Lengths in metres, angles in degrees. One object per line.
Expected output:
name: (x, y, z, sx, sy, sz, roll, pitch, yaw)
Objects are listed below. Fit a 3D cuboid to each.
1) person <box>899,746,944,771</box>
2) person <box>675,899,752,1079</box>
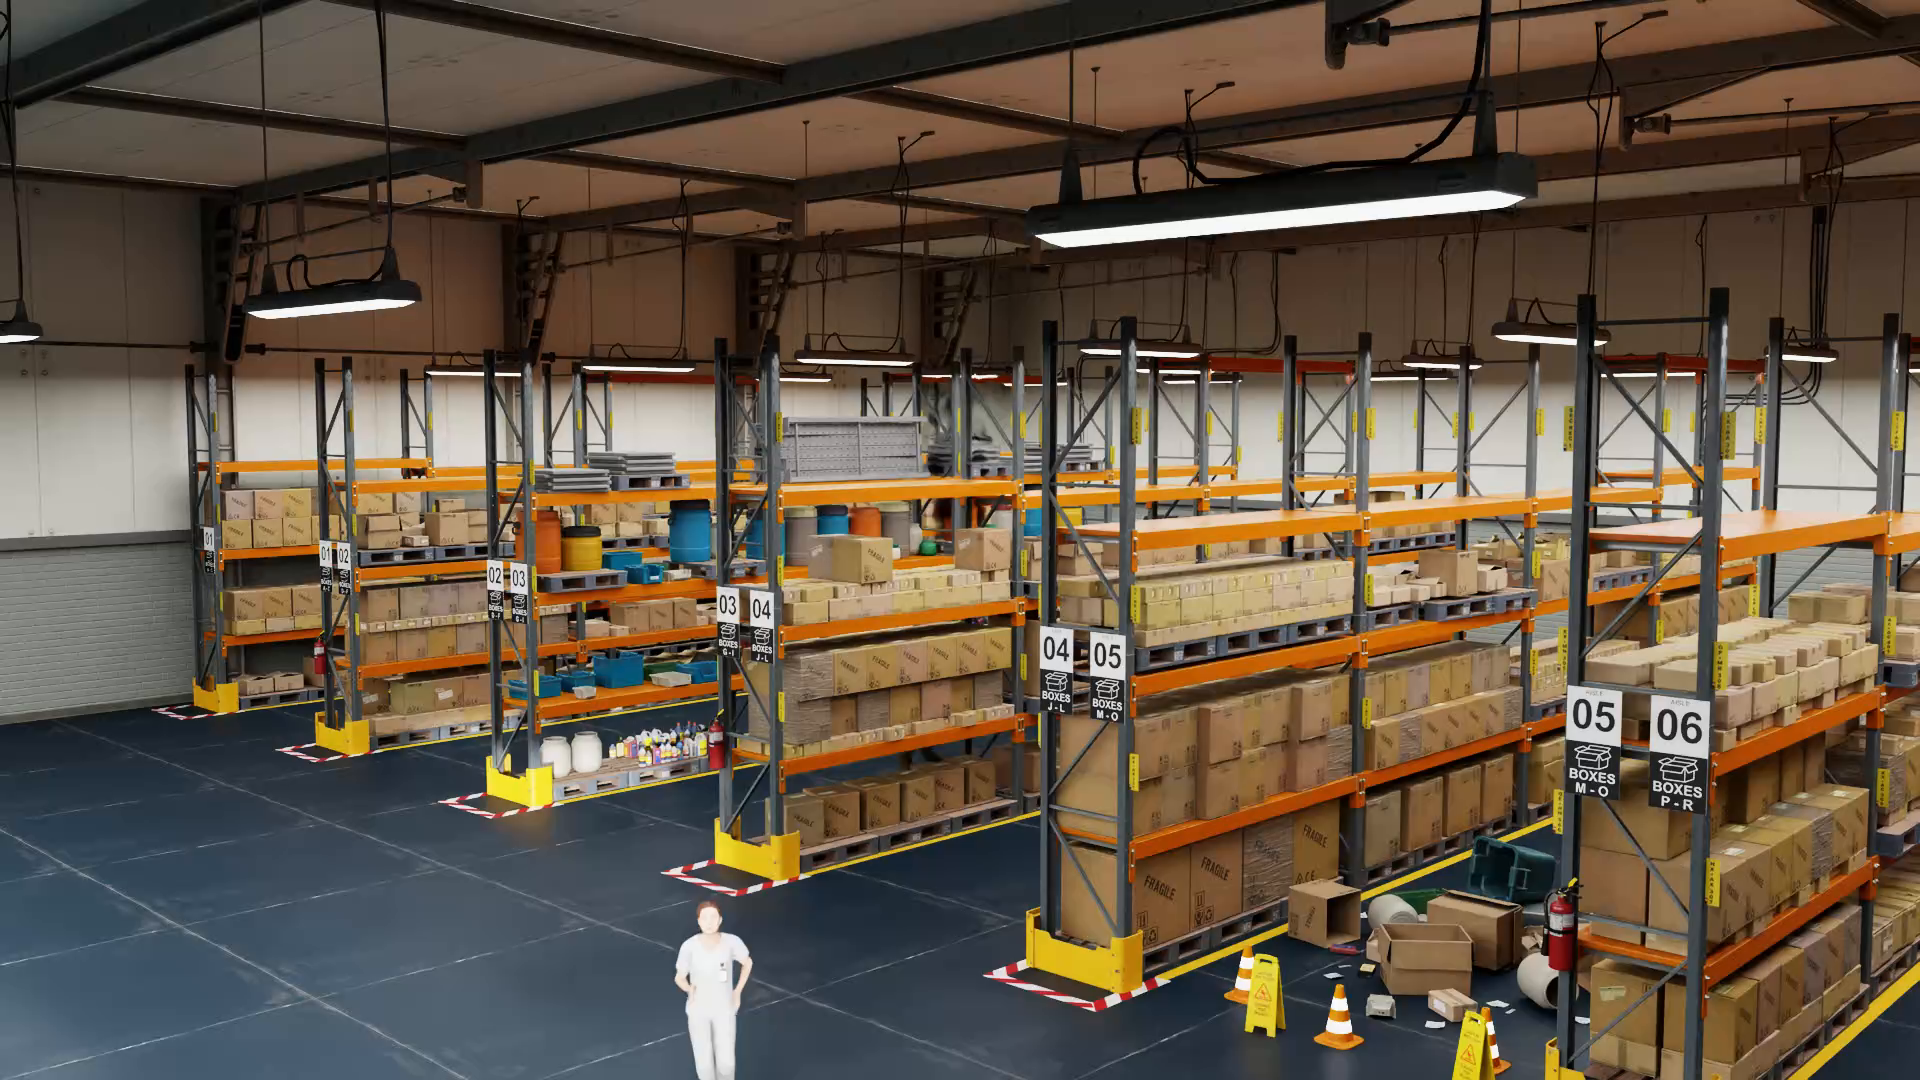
person: (-0.529, 2.547, 22.603, 0.662, 1.792, 1.050, 3, 6, 38)
person: (-1.779, 3.418, 11.972, 0.552, 1.630, 0.577, 0, 4, -5)
